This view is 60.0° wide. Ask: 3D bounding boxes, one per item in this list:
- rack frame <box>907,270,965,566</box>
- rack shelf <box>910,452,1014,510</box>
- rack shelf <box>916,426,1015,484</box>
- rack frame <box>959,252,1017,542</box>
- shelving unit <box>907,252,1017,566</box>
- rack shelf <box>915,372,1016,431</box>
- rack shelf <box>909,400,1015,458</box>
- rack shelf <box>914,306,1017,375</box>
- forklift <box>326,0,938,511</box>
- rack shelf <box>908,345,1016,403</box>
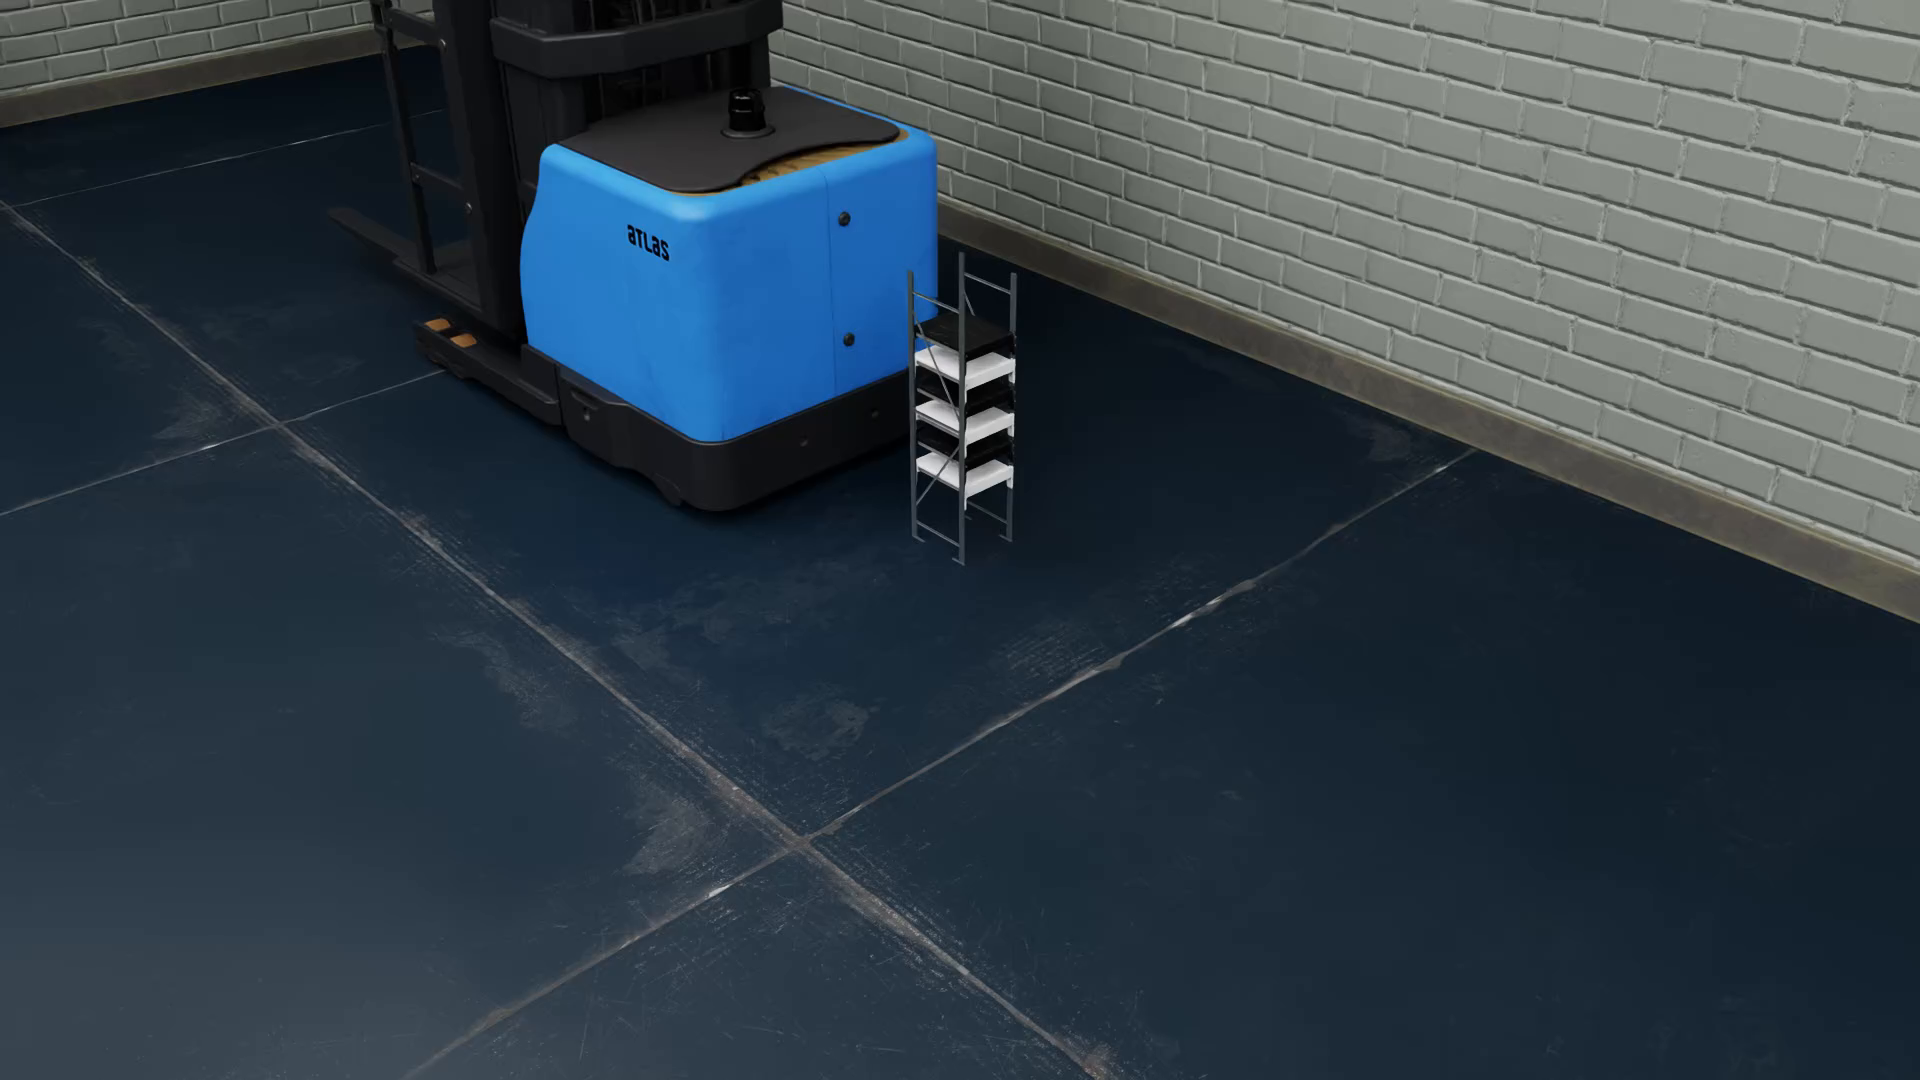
[{"bbox_3d":[-0.069,-0.351,4.961,0.006,0.900,0.240,-26,40,-35],"label":"rack frame"},{"bbox_3d":[0.006,-0.205,5.131,0.200,0.077,0.258,-26,40,-35],"label":"rack shelf"},{"bbox_3d":[0.006,-0.282,5.084,0.200,0.077,0.258,-26,40,-35],"label":"rack shelf"},{"bbox_3d":[0.081,-0.423,5.079,0.006,0.900,0.240,-26,40,-35],"label":"rack frame"},{"bbox_3d":[0.006,-0.387,5.020,0.210,0.900,0.258,-26,40,-35],"label":"shelving unit"},{"bbox_3d":[0.006,-0.435,4.990,0.200,0.077,0.258,-26,40,-35],"label":"rack shelf"},{"bbox_3d":[0.006,-0.358,5.037,0.200,0.077,0.258,-26,40,-35],"label":"rack shelf"},{"bbox_3d":[0.006,-0.589,4.896,0.200,0.077,0.258,-26,40,-35],"label":"rack shelf"},{"bbox_3d":[-1.436,-2.018,5.741,1.130,2.935,3.031,-26,40,-36],"label":"forklift"},{"bbox_3d":[0.006,-0.512,4.943,0.200,0.077,0.258,-26,40,-35],"label":"rack shelf"}]
